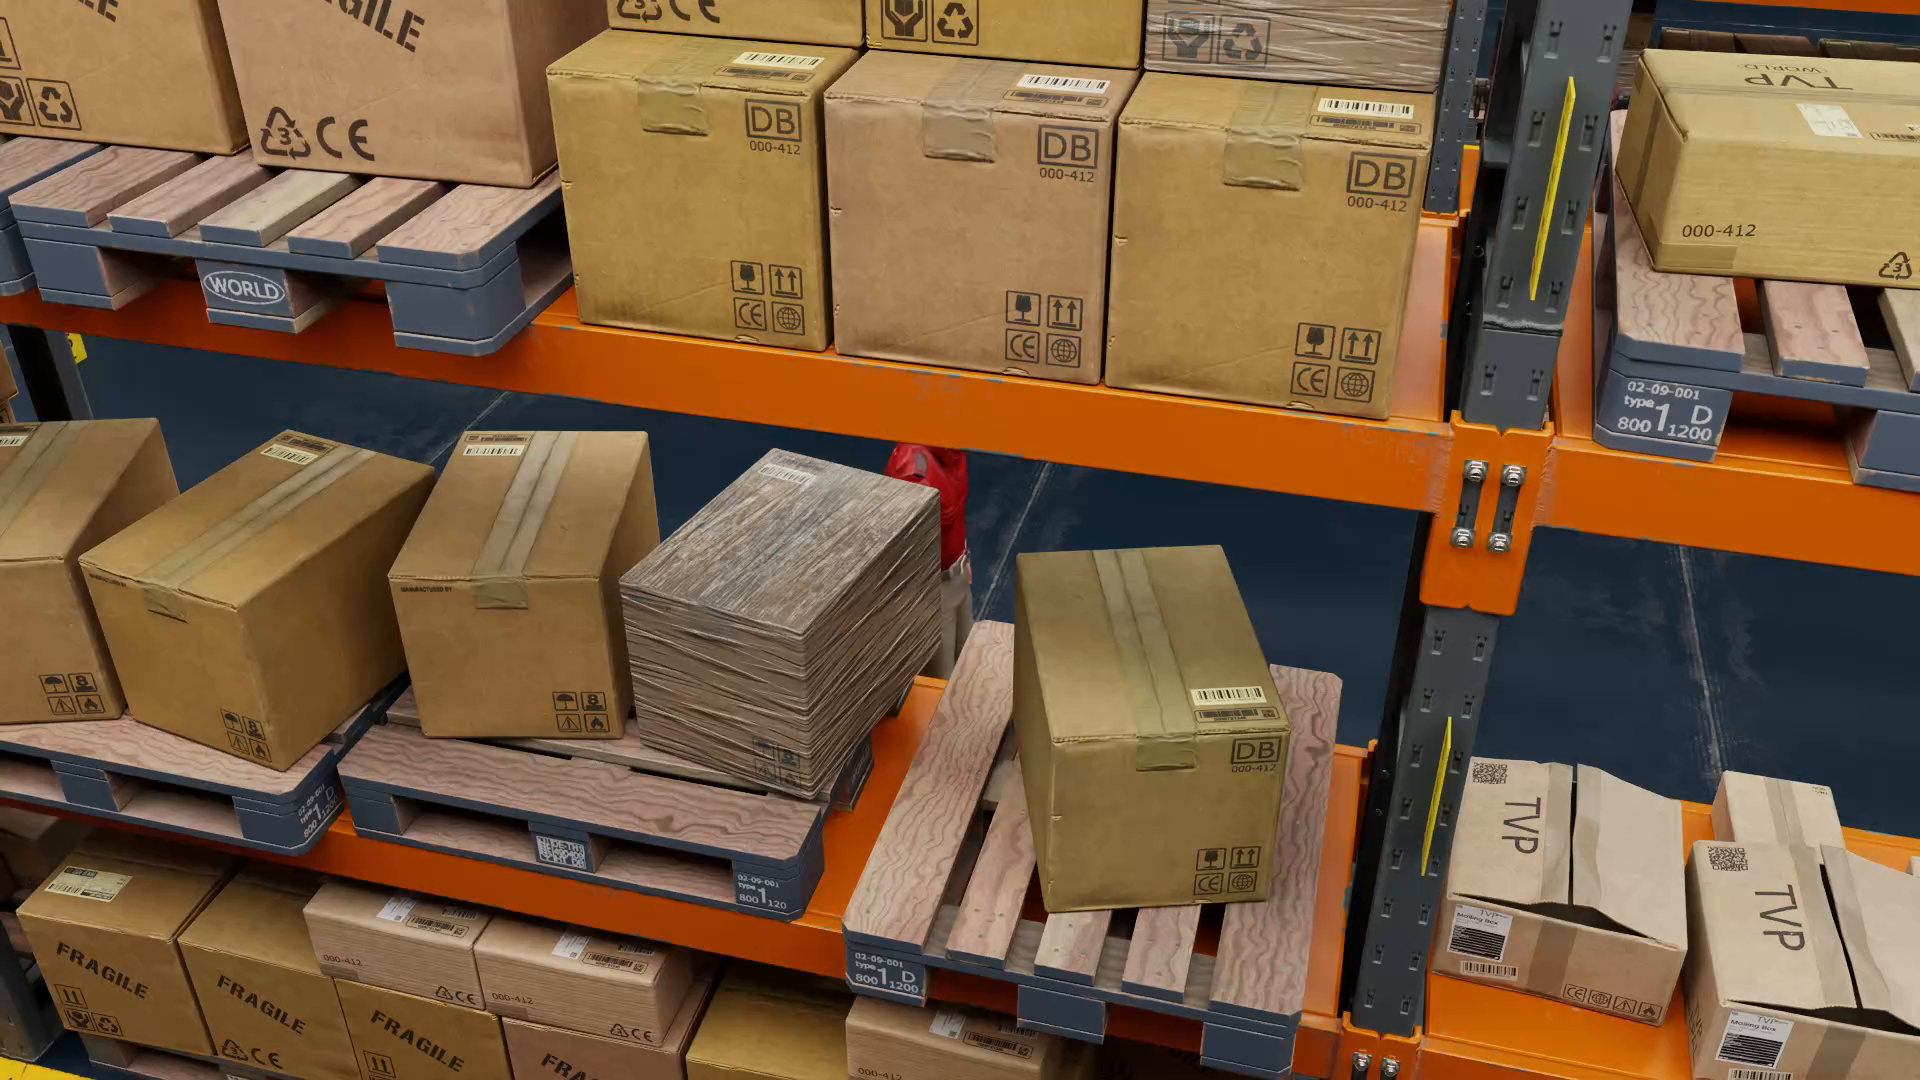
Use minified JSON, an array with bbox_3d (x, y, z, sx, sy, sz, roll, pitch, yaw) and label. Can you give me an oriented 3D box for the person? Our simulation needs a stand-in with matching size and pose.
[{"bbox_3d":[-0.093,0.176,5.876,0.394,1.726,0.583,8,33,12],"label":"person"}]
